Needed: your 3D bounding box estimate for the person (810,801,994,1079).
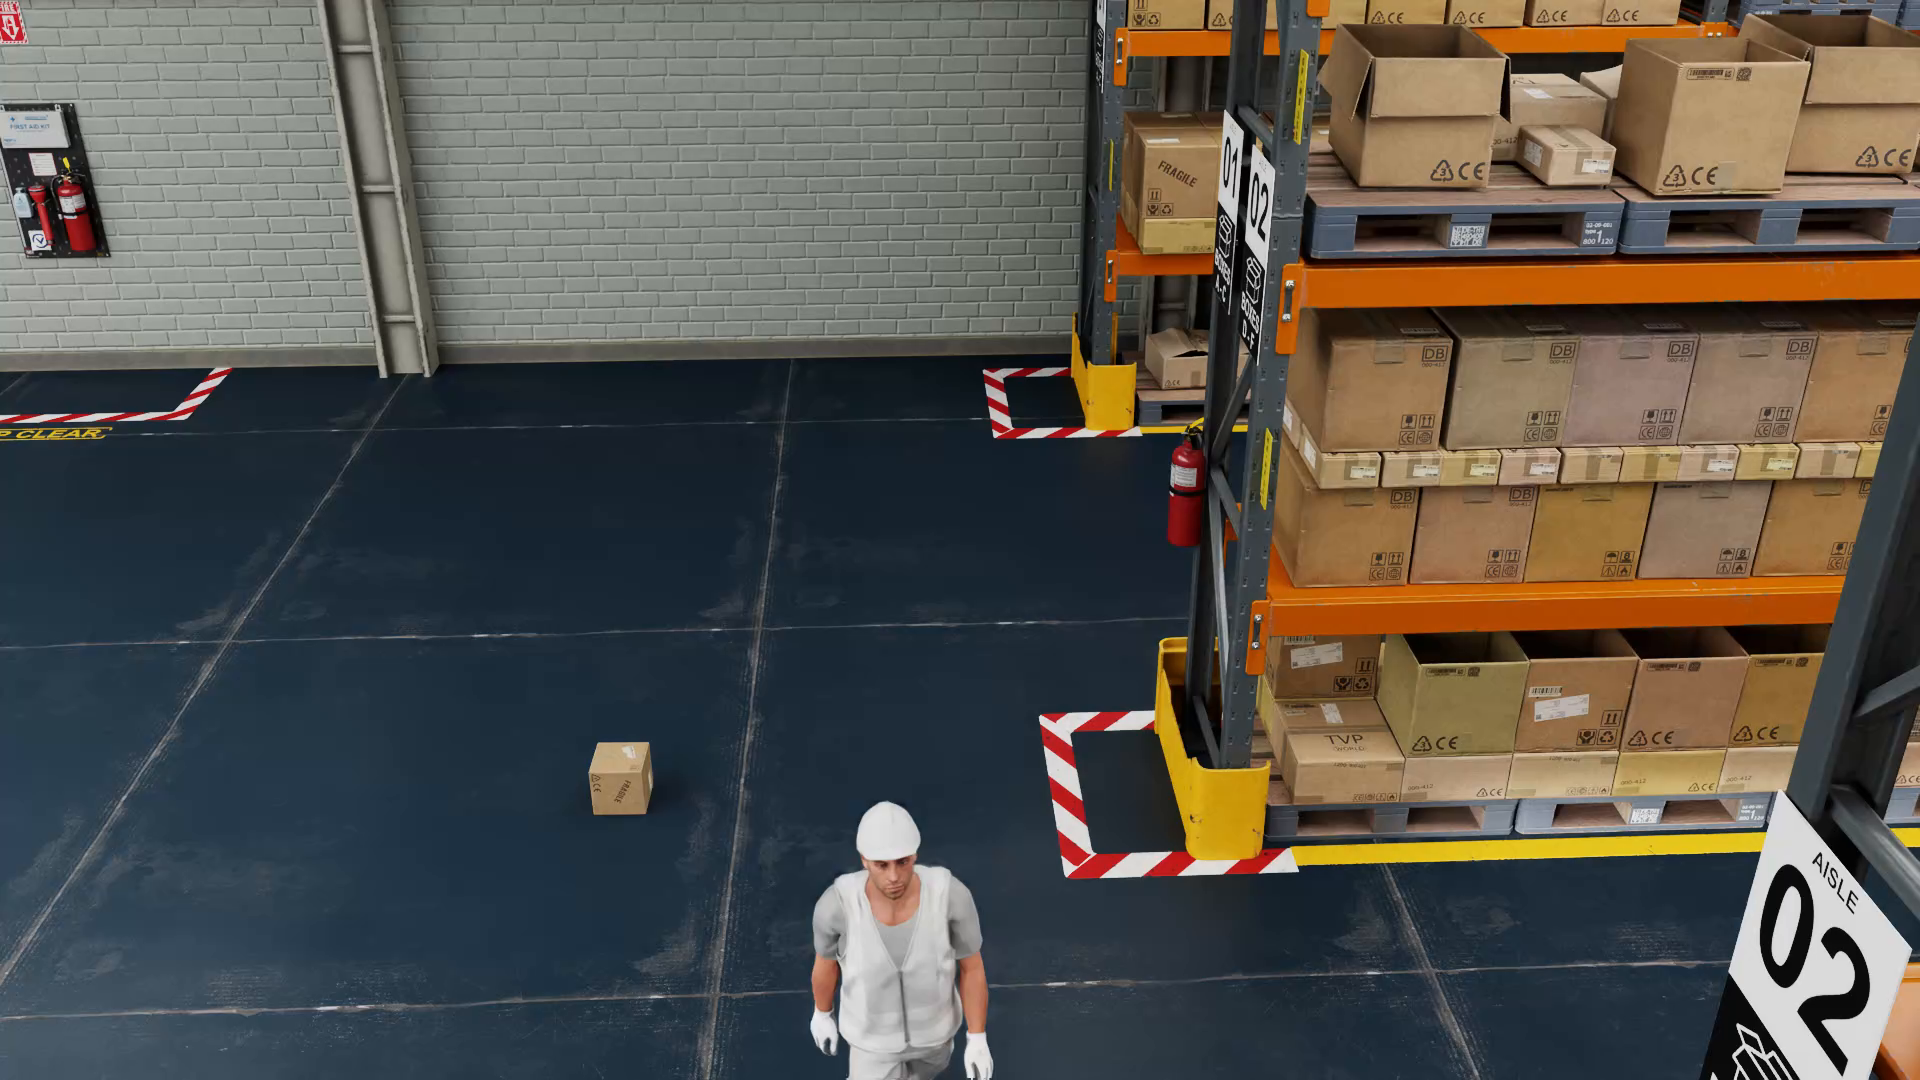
[{"bbox_3d":[-0.193,1.617,5.480,0.555,1.739,1.108,-6,28,-12],"label":"person"}]
